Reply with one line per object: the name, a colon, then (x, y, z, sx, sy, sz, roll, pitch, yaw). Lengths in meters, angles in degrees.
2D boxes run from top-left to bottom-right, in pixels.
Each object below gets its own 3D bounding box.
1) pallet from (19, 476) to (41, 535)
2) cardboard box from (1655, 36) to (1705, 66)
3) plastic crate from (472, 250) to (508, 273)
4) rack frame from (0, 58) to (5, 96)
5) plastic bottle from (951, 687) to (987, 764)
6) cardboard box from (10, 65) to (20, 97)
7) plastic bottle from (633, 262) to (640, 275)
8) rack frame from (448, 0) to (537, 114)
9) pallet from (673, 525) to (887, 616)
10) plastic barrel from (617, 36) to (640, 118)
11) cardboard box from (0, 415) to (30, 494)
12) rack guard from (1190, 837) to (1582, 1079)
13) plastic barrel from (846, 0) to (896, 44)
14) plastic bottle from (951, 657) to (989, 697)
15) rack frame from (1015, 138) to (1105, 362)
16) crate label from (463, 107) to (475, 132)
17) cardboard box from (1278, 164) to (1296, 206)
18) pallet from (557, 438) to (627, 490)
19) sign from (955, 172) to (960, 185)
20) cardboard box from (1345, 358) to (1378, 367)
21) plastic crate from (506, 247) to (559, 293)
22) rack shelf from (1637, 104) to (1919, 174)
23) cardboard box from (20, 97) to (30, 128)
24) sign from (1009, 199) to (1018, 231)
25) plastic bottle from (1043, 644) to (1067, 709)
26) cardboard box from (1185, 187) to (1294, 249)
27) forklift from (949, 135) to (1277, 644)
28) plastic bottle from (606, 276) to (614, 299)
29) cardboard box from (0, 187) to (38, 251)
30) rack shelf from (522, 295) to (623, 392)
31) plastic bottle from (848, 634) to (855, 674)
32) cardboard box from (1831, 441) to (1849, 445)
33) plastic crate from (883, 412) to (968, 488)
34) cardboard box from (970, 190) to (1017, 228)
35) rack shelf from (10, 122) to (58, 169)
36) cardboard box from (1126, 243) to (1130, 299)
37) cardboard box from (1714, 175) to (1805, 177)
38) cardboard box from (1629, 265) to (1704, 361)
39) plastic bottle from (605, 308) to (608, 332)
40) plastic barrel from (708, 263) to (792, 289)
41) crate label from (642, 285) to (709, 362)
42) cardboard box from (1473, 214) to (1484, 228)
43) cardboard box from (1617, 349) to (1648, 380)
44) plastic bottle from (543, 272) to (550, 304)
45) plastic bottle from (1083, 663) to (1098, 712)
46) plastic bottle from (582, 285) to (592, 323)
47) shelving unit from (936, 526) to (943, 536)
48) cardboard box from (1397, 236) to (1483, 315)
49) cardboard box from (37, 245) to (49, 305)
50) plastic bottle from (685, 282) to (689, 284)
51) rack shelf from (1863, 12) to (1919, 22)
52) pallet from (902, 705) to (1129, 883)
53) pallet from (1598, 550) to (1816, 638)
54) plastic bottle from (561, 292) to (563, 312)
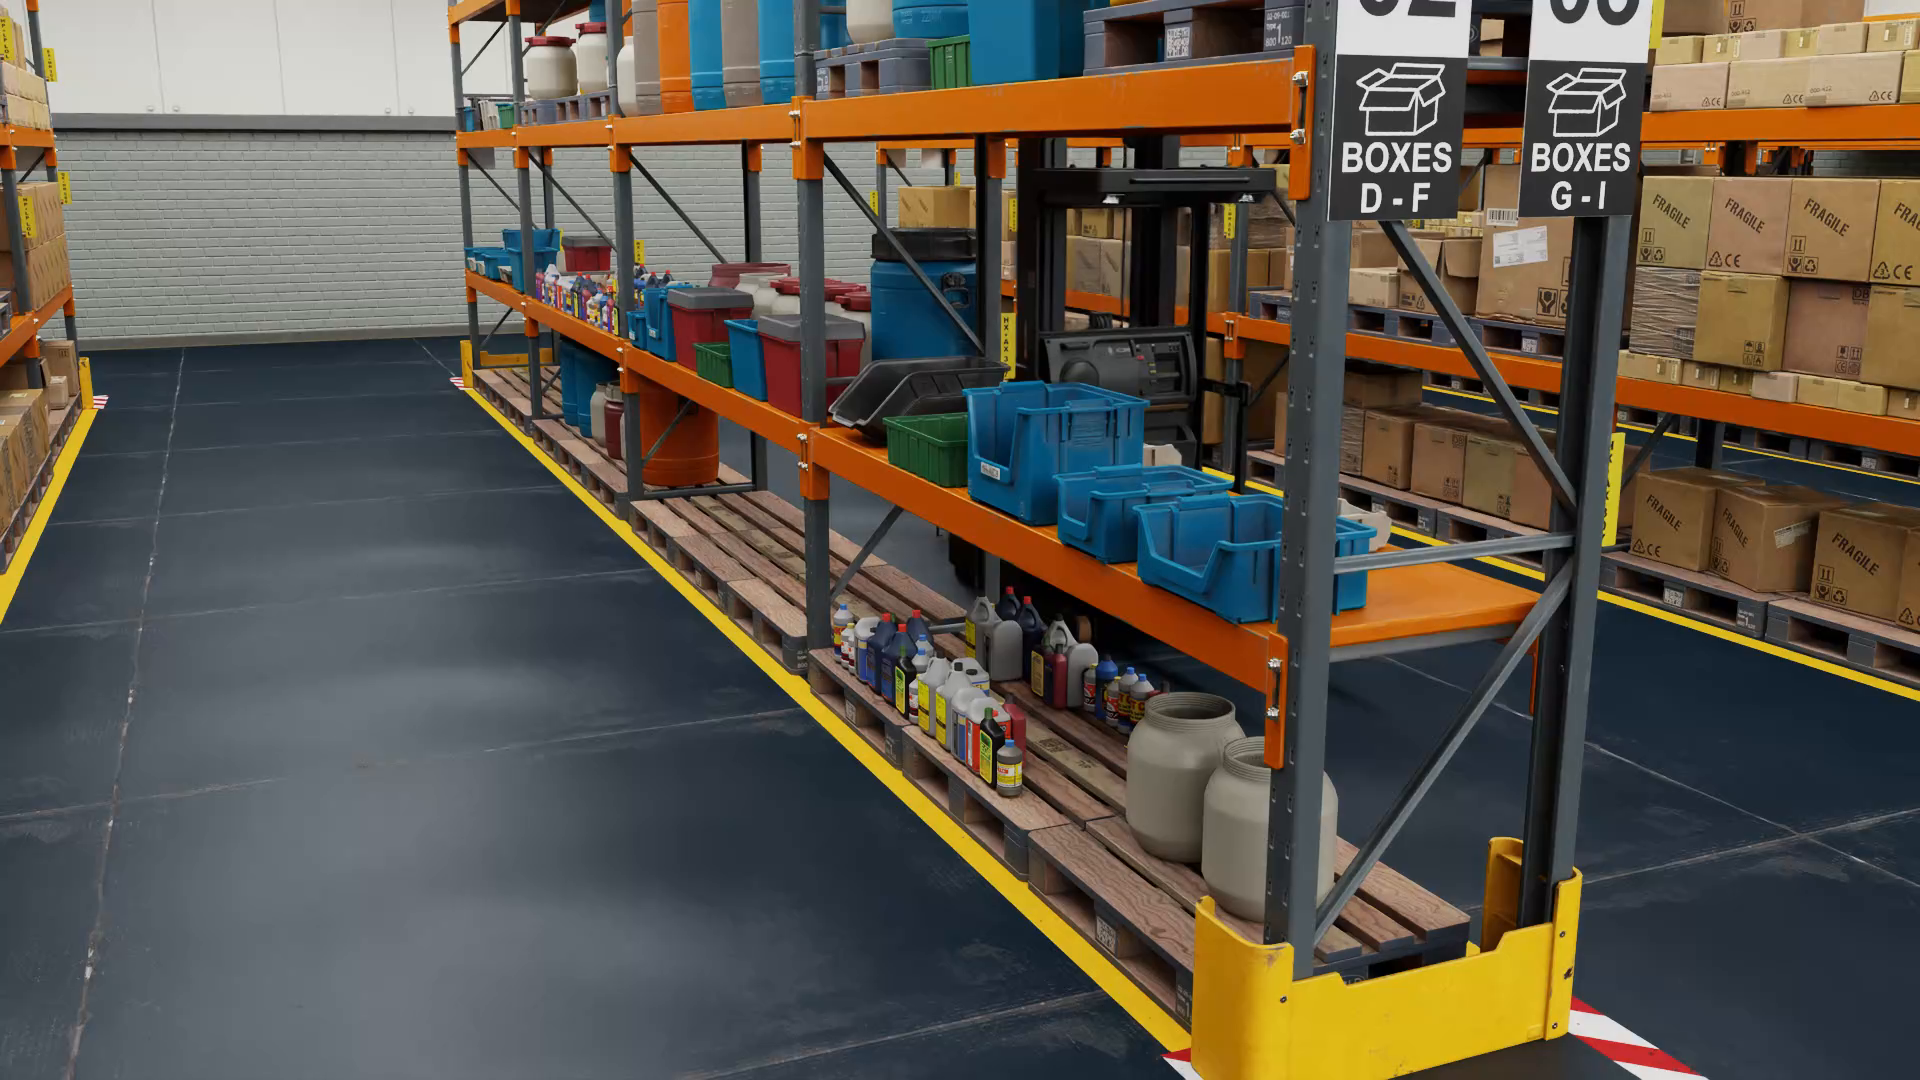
pallet: (-7.170, -0.214, 11.825, 1.003, 0.211, 1.213, -6, 14, -23)
cardboard box: (4.108, -2.718, 9.257, 0.380, 0.149, 0.250, -6, 14, -25)
plastic crate: (-5.024, -2.993, 17.889, 0.416, 0.233, 0.300, -6, 14, -23)
rack frame: (-8.023, -4.912, 12.636, 1.000, 3.000, 0.127, -6, 14, -23)
plastic bottle: (0.055, 0.733, 6.616, 0.152, 0.276, 0.135, -6, 14, -25)
cardboard box: (-8.192, -3.847, 13.912, 0.500, 0.250, 0.500, -6, 14, -23)
plastic bottle: (-2.815, -2.252, 14.555, 0.144, 0.351, 0.185, -6, 14, -23)
rack frame: (-5.085, -6.185, 18.137, 1.000, 3.000, 0.127, -6, 14, -23)
pallet: (-1.121, 0.164, 10.192, 1.003, 0.211, 1.213, -6, 14, -23)
plastic barrel: (-2.037, -3.034, 10.924, 0.421, 0.512, 0.421, 0, 13, 0)
cardboard box: (-6.966, -0.598, 11.871, 0.500, 0.500, 0.500, -6, 14, -25)
rack guard: (1.251, 1.250, 4.862, 1.175, 0.500, 0.348, -6, 14, -23)
plastic barrel: (-0.286, -2.397, 7.242, 0.421, 0.512, 0.421, 0, 13, 0)
plastic bottle: (0.037, 0.642, 7.008, 0.152, 0.276, 0.135, -6, 14, -23)
rack frame: (1.056, -2.883, 17.175, 1.000, 3.000, 0.127, -6, 14, -23)
crate label: (-5.011, -4.431, 17.542, 0.408, 0.251, 0.502, -6, 14, -23)
cardboard box: (4.371, -4.488, 21.009, 0.500, 0.500, 0.500, -6, 14, -24)
pallet: (-2.719, -0.662, 13.761, 1.003, 0.211, 1.213, -6, 14, -23)
sign: (-0.044, -4.435, 20.788, 0.100, 0.325, 0.005, -6, 14, -23)
cardboard box: (2.954, -1.283, 13.166, 0.500, 0.250, 0.500, -5, 14, -21)
plastic crate: (-3.982, -2.523, 15.521, 0.392, 0.384, 0.575, -6, 14, -23)
rack shelf: (5.061, -1.928, 7.992, 1.077, 0.370, 4.000, -6, 14, -23)
cardboard box: (-8.386, -3.708, 14.417, 0.500, 0.250, 0.500, -6, 14, -23)
sign: (0.548, -3.293, 16.851, 0.100, 0.325, 0.005, -6, 14, -23)
plastic bottle: (0.414, 0.583, 7.247, 0.061, 0.283, 0.133, -6, 14, -23)
cardboard box: (2.380, -2.747, 14.139, 0.797, 0.503, 0.637, -5, 14, -21)
forklift: (0.985, -0.971, 9.065, 1.130, 2.935, 3.031, -6, 14, -23)
plastic bottle: (-3.135, -2.272, 14.974, 0.097, 0.201, 0.097, 0, 13, 0)
cardboard box: (-7.954, -2.648, 13.719, 0.500, 0.500, 0.500, -5, 14, -21)
rack shelf: (-2.682, -1.672, 13.538, 1.077, 0.370, 4.000, -6, 14, -23)
plastic bottle: (-0.471, 0.513, 7.730, 0.097, 0.201, 0.097, 0, 13, 0)
cardboard box: (7.758, -1.278, 14.299, 1.050, 0.750, 0.750, -5, 14, -22)
plastic crate: (0.007, -0.374, 6.803, 0.450, 0.188, 0.662, -6, 14, -23)
cardboard box: (0.429, -3.495, 17.829, 0.500, 0.500, 0.500, -5, 14, -22)
rack shelf: (-8.824, -3.513, 14.841, 1.077, 0.370, 4.000, -6, 14, -23)
cardboard box: (1.828, -2.396, 14.847, 0.500, 0.500, 0.500, -6, 14, -25)
cardboard box: (4.693, -1.843, 9.582, 0.500, 0.500, 0.500, -6, 14, -23)
cardboard box: (4.384, -1.326, 9.563, 0.875, 0.500, 0.500, -6, 14, -23)
plastic bottle: (-2.555, -1.631, 12.205, 0.097, 0.201, 0.097, 0, 13, 0)
plastic barrel: (-1.417, -1.607, 11.360, 0.600, 0.536, 0.708, -6, 14, -23)
crate label: (-1.730, -1.397, 10.675, 0.502, 0.435, 0.616, -6, 14, -23)
cardboard box: (5.692, -3.397, 17.703, 0.380, 0.149, 0.250, -6, 14, -24)
cardboard box: (4.071, -1.036, 9.753, 0.380, 0.149, 0.250, -6, 14, -23)
plastic bottle: (-3.571, -2.189, 14.461, 0.097, 0.271, 0.097, 0, 13, 0)
plastic bottle: (0.584, 0.635, 7.204, 0.097, 0.201, 0.097, 0, 13, 0)
plastic bottle: (-2.891, -1.834, 12.900, 0.061, 0.283, 0.133, -6, 14, -23)
shelving unit: (-0.021, -0.523, 11.299, 0.215, 1.050, 0.252, -6, 14, -23)
cardboard box: (3.481, -1.835, 11.486, 0.797, 0.503, 0.637, -4, 14, -17)
cardboard box: (-8.185, -2.273, 14.318, 0.500, 0.500, 0.500, -5, 14, -22)
plastic bottle: (-2.179, -1.914, 13.247, 0.061, 0.283, 0.133, -6, 14, -23)
rack shelf: (10.937, -5.743, 18.707, 1.077, 0.370, 4.000, -6, 14, -23)
pallet: (0.445, 0.970, 6.709, 1.003, 0.211, 1.213, -6, 14, -23)
pallet: (4.562, 0.264, 9.763, 1.003, 0.211, 1.213, -6, 14, -23)
plastic bottle: (-3.254, -1.991, 13.762, 0.097, 0.201, 0.097, 0, 13, 0)
